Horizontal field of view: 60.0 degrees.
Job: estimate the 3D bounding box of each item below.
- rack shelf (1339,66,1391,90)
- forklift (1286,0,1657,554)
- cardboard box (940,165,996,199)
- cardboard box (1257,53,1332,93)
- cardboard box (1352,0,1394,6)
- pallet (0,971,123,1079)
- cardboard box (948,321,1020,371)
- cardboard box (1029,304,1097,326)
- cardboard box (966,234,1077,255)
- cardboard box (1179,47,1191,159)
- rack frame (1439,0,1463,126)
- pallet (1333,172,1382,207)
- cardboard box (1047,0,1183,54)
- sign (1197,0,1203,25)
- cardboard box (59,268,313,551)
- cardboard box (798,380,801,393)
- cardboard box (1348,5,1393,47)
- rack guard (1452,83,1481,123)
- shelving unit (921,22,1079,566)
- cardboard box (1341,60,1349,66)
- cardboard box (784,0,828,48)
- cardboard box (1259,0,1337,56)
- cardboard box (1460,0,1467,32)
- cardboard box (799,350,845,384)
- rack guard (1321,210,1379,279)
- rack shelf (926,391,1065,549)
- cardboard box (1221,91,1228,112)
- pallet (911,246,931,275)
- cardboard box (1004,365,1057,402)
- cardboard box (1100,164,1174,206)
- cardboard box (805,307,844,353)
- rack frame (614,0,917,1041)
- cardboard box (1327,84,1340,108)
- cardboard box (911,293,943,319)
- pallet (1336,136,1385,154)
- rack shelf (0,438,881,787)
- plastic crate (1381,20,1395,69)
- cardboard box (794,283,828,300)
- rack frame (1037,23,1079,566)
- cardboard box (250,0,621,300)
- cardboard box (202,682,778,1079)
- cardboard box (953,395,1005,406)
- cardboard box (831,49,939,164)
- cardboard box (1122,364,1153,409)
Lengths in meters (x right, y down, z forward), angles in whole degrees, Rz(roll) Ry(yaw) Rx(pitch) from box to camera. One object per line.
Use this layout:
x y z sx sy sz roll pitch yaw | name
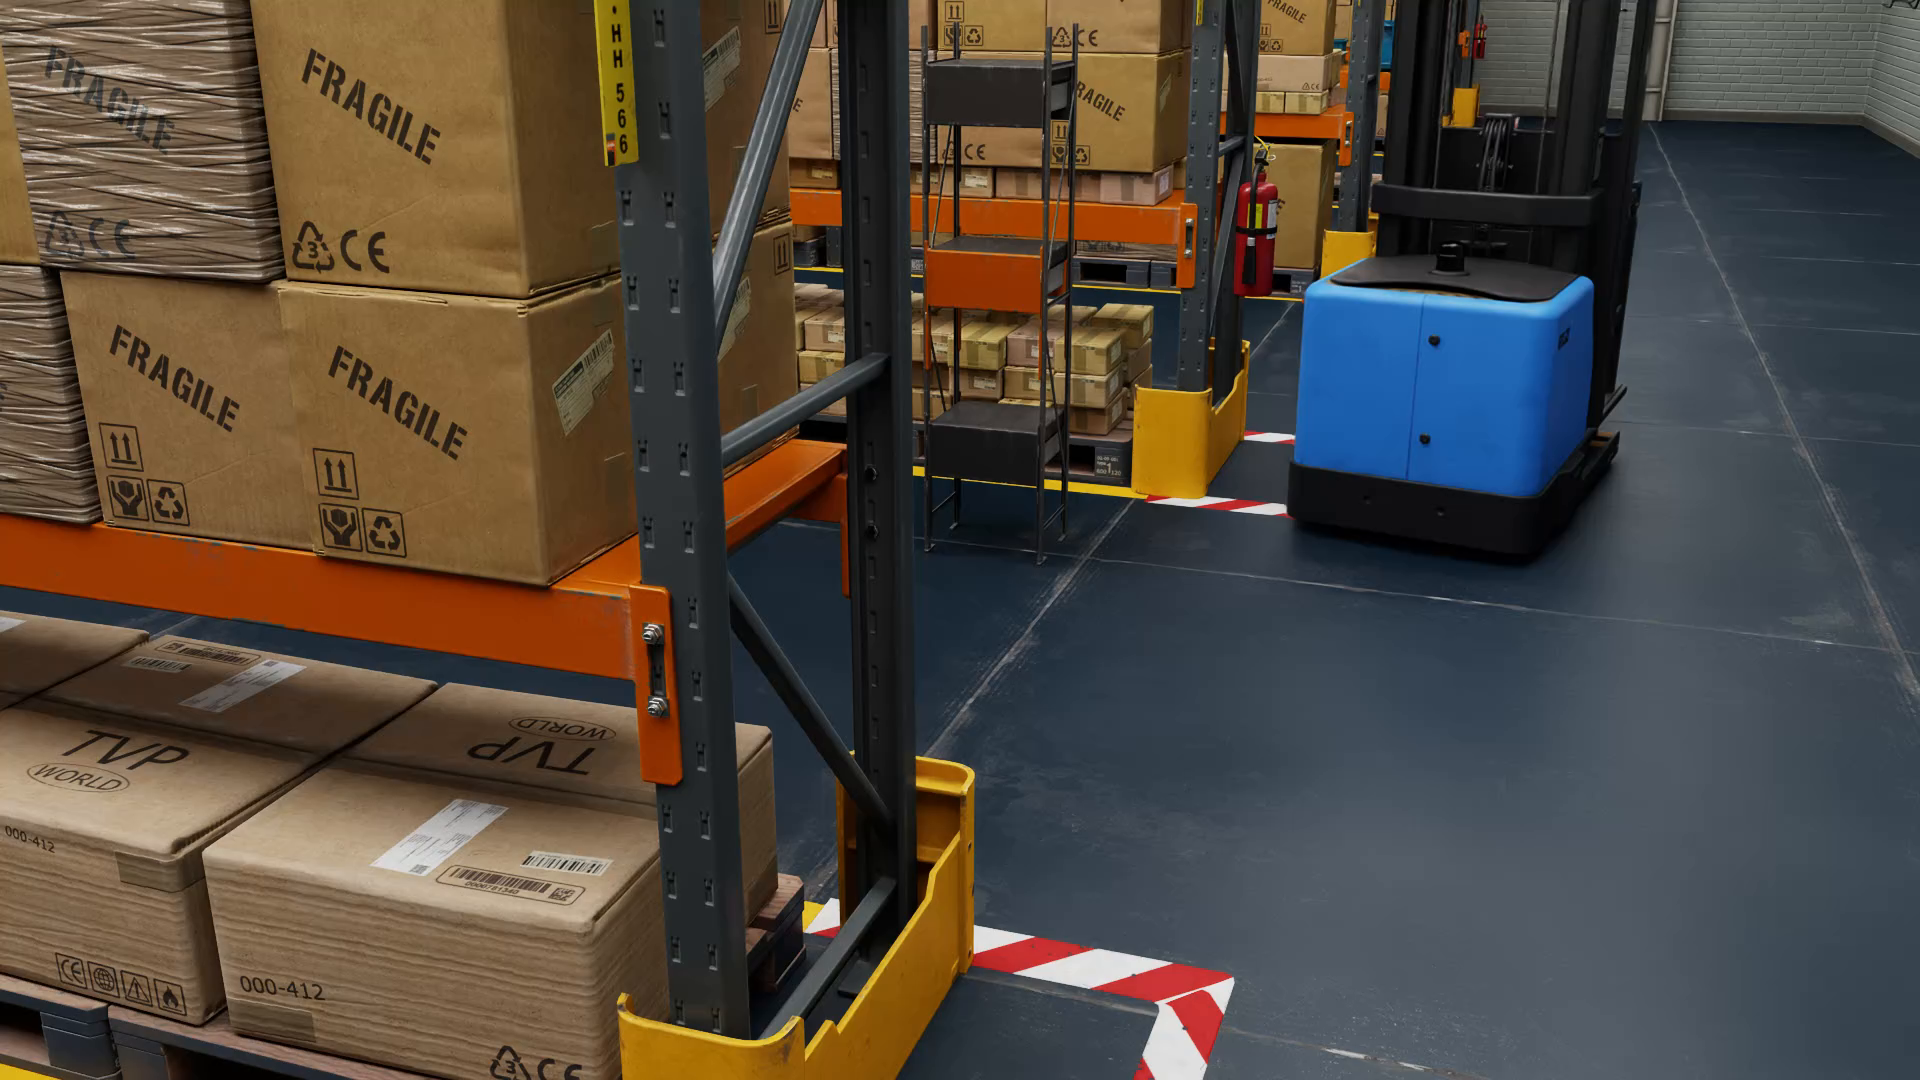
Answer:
2.664 -4.736 17.199 4.000 0.370 1.077 7 20 18 | rack shelf
2.579 -1.764 7.683 1.130 2.935 3.031 11 22 28 | forklift
0.091 -1.698 7.773 0.250 0.149 0.380 7 20 20 | cardboard box
2.383 -3.359 11.932 0.500 0.250 0.500 6 20 17 | cardboard box
5.194 -6.936 20.745 0.500 0.500 0.500 7 20 20 | cardboard box
-2.254 0.884 4.220 1.213 0.211 1.003 7 20 18 | pallet
0.117 -0.933 7.986 0.250 0.149 0.380 6 20 17 | cardboard box
0.522 -1.076 8.396 0.250 0.149 0.380 7 20 19 | cardboard box
0.597 -2.753 13.008 0.875 0.875 0.875 7 20 18 | cardboard box
0.871 -2.111 7.970 0.500 0.500 0.500 8 21 21 | cardboard box
6.183 -6.399 20.878 0.127 3.000 1.000 7 20 18 | rack frame
3.787 -3.644 17.210 1.213 0.211 1.003 7 20 18 | pallet
0.691 -2.420 7.340 0.500 0.500 0.500 6 20 17 | cardboard box
1.004 -2.314 6.918 0.005 0.325 0.100 7 20 18 | sign
-1.336 -0.314 3.269 0.500 0.500 0.500 6 20 17 | cardboard box
-0.823 -0.801 8.511 0.250 0.149 0.380 7 20 20 | cardboard box
5.179 -6.465 20.915 0.500 0.500 0.500 7 20 19 | cardboard box
7.827 -6.757 25.702 0.348 0.500 1.175 7 20 18 | rack guard
0.156 -0.974 6.679 0.503 2.100 0.431 7 20 18 | shelving unit
6.096 -7.494 26.192 0.250 0.149 0.380 7 20 19 | cardboard box
-0.782 -2.585 7.811 0.500 0.500 0.500 6 20 16 | cardboard box
2.382 -3.714 11.812 0.500 0.500 0.500 7 20 19 | cardboard box
7.320 -8.134 25.397 0.700 0.700 0.980 7 21 21 | cardboard box
-0.608 -0.890 8.314 0.250 0.149 0.380 8 21 21 | cardboard box
2.951 -2.137 12.447 0.348 0.500 1.175 7 20 18 | rack guard
0.156 -0.300 6.914 0.480 0.518 0.431 7 20 18 | rack shelf
2.000 -3.192 12.059 0.250 0.149 0.380 7 20 18 | cardboard box
-0.158 -2.329 13.436 1.213 0.211 1.003 7 20 18 | pallet
0.383 -0.794 8.039 0.250 0.149 0.380 6 20 17 | cardboard box
0.804 -1.617 7.540 0.250 0.149 0.380 7 20 18 | cardboard box
-0.592 -1.056 8.337 0.250 0.149 0.380 6 20 16 | cardboard box
-0.324 -0.238 3.203 0.127 3.000 1.000 7 20 18 | rack frame
2.701 -3.342 12.488 0.250 0.149 0.380 7 20 19 | cardboard box
-0.195 -1.177 8.685 0.250 0.149 0.380 7 21 20 | cardboard box
5.357 -5.177 21.607 1.213 0.211 1.003 7 20 18 | pallet
-2.213 -0.115 3.941 4.000 0.370 1.077 7 20 18 | rack shelf
4.176 -4.883 16.382 0.499 0.435 0.616 7 20 18 | plastic crate
-0.896 -1.278 8.975 0.250 0.149 0.380 6 20 16 | cardboard box
0.387 -0.947 6.604 0.015 2.100 0.400 7 20 18 | rack frame
-0.858 -0.736 2.959 0.500 0.500 0.500 7 20 20 | cardboard box
-0.980 0.733 3.671 0.875 0.438 0.875 6 20 16 | cardboard box
0.142 -0.684 8.175 0.250 0.149 0.380 6 20 18 | cardboard box
-0.271 -2.054 7.807 0.500 0.500 0.500 7 20 18 | cardboard box
0.815 -0.797 8.498 0.250 0.149 0.380 7 20 19 | cardboard box
